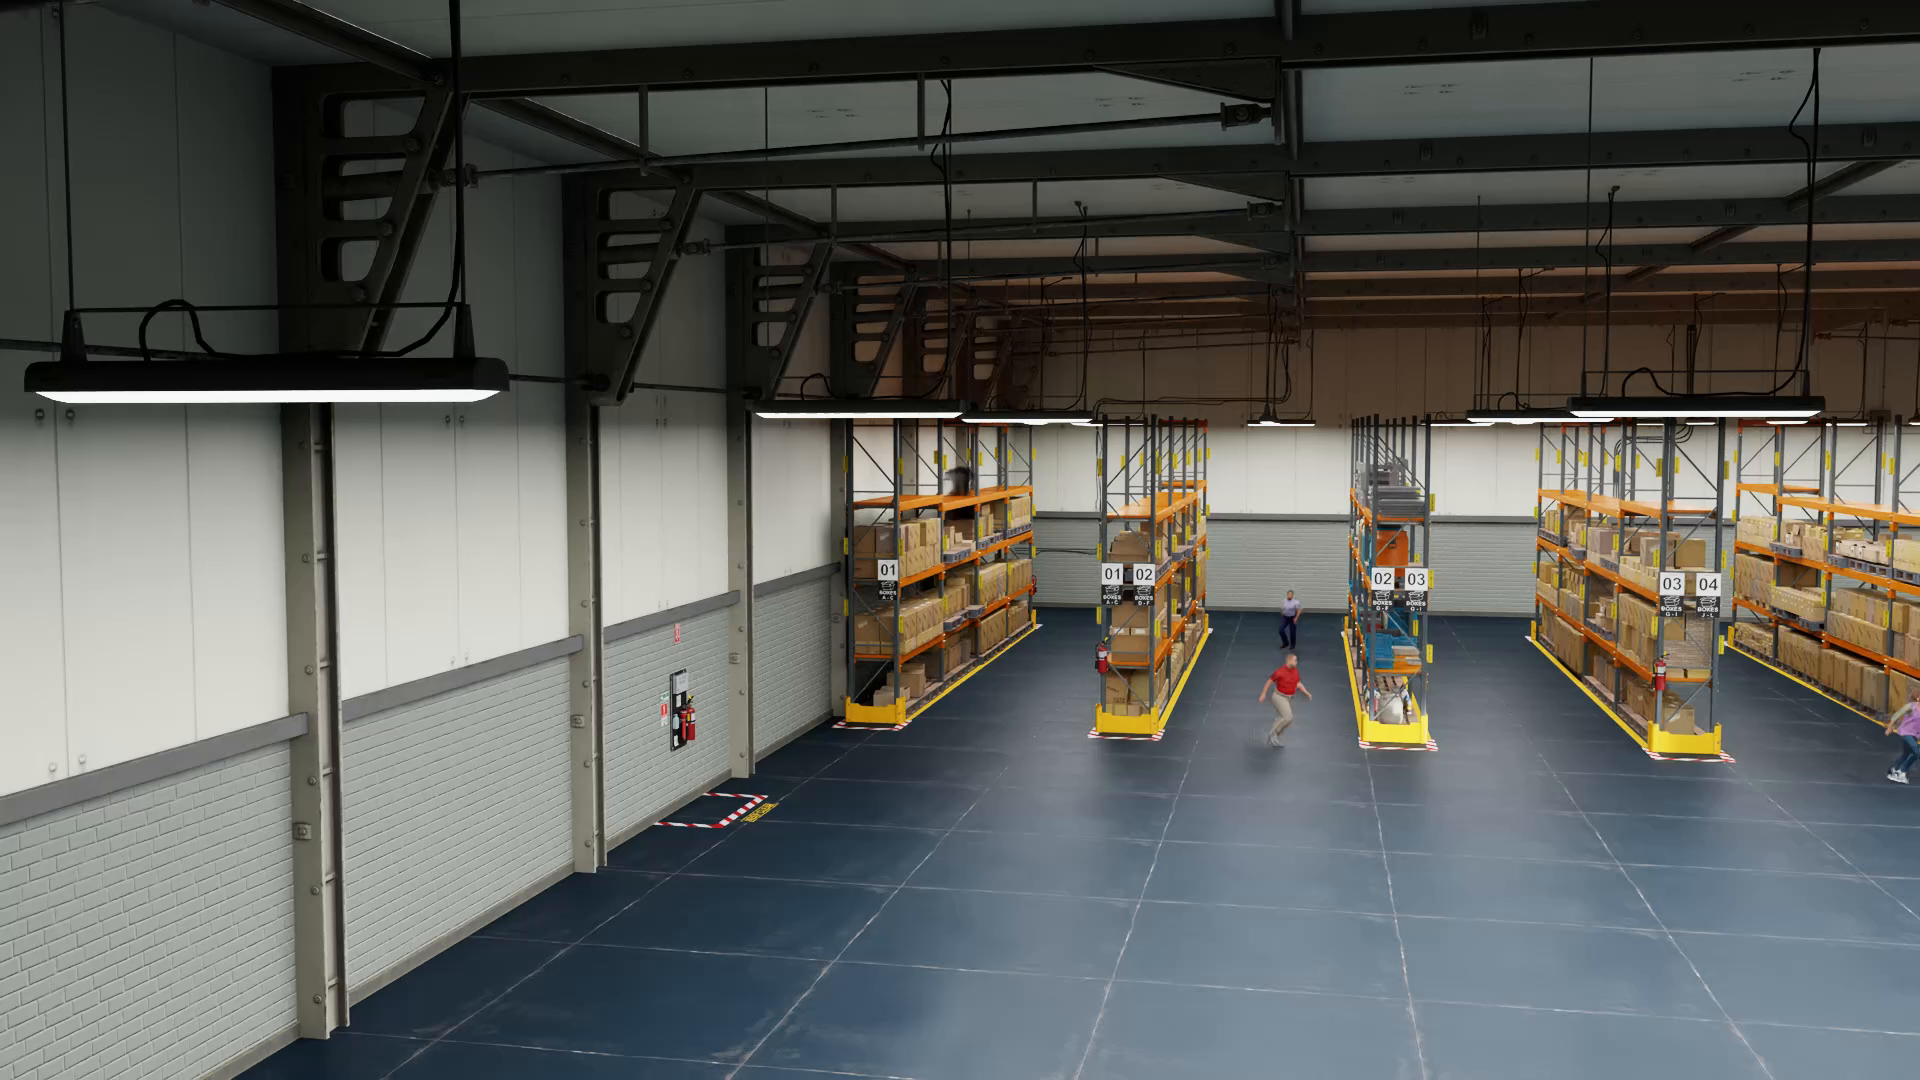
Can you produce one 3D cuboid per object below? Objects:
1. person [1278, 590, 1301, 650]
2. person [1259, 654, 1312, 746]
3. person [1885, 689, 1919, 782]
[{"bbox_3d":[8.543,2.057,42.954,0.587,1.587,0.732,2,4,27],"label":"person"},{"bbox_3d":[5.891,2.887,29.942,0.806,1.692,0.654,4,5,43],"label":"person"},{"bbox_3d":[15.344,3.156,26.758,0.520,1.536,0.774,-2,4,-28],"label":"person"}]
